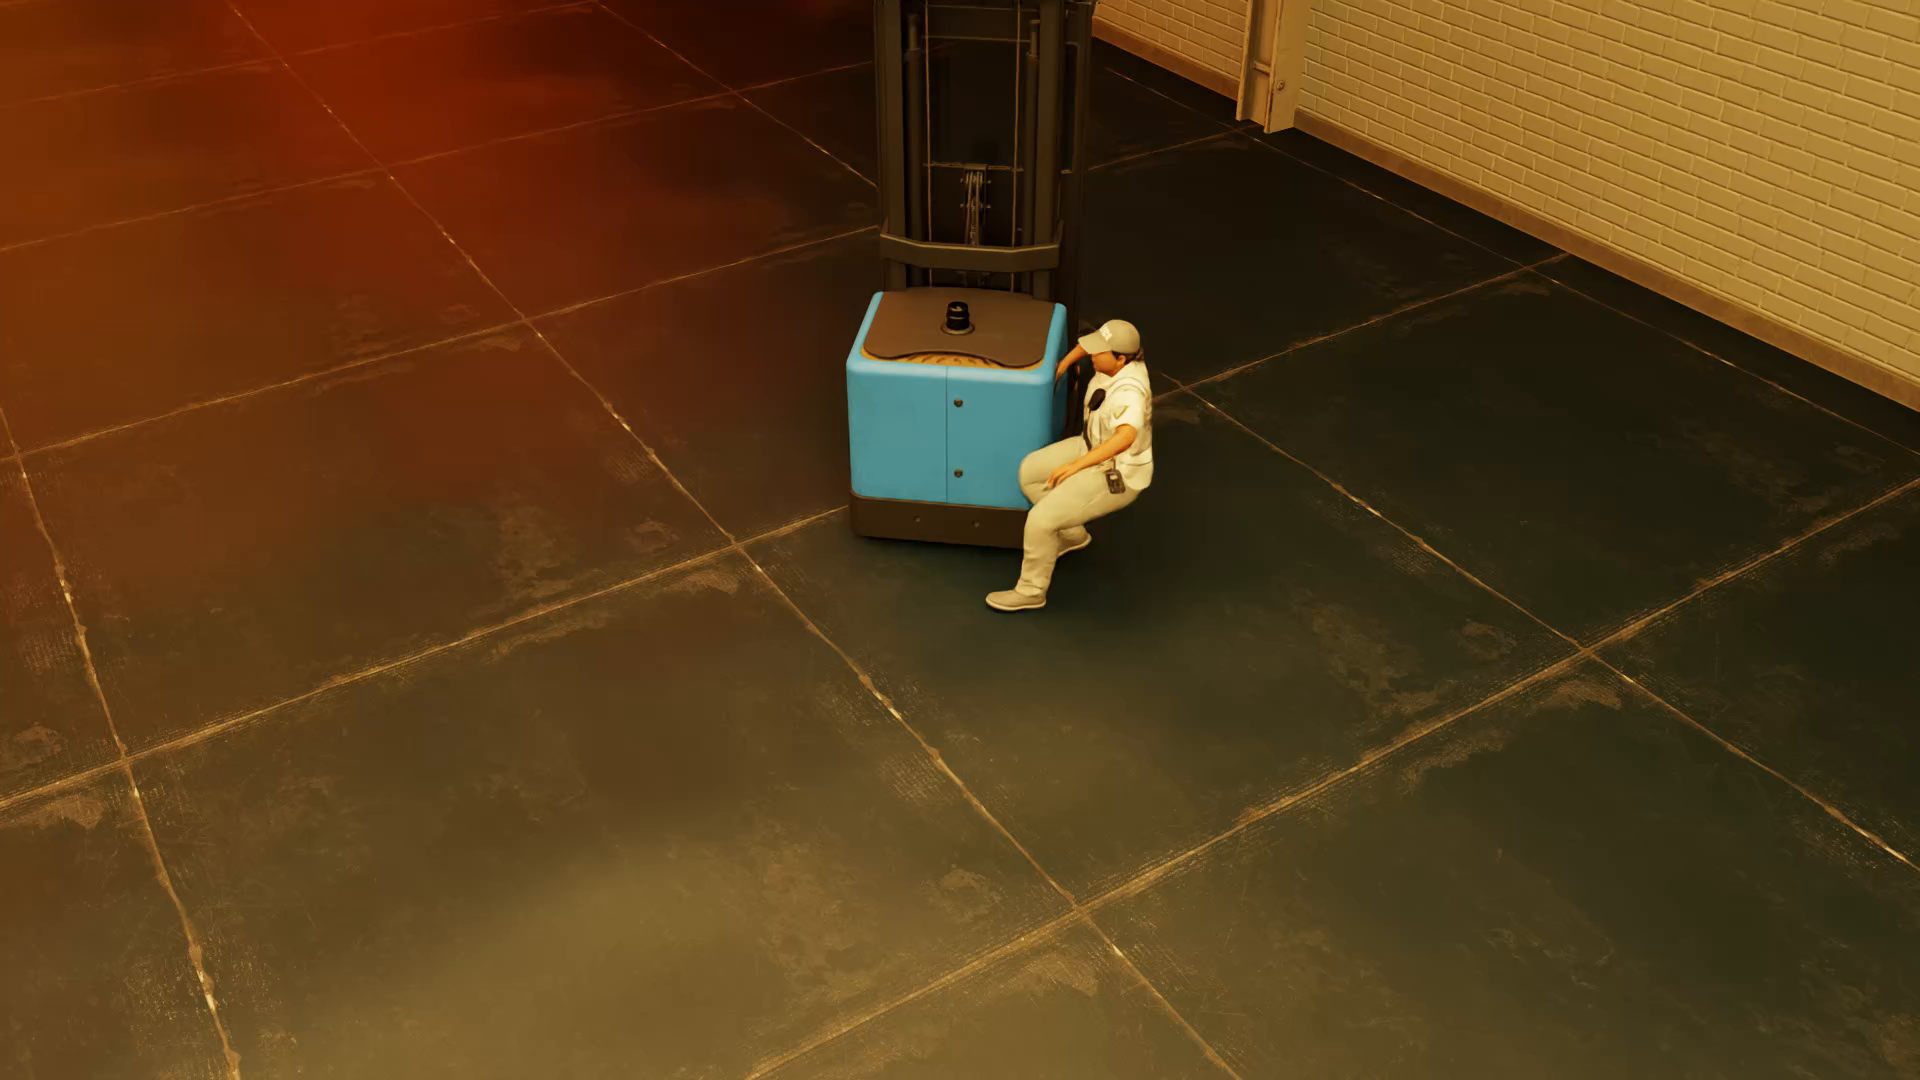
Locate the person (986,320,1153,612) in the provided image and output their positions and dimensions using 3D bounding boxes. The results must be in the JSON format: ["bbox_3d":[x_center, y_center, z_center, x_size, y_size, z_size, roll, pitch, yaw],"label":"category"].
[{"bbox_3d":[0.517,-0.387,7.959,0.809,1.473,1.039,-3,35,-4],"label":"person"}]

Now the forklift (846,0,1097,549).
[{"bbox_3d":[0.147,-1.986,8.975,1.130,2.935,3.031,5,35,7],"label":"forklift"}]
